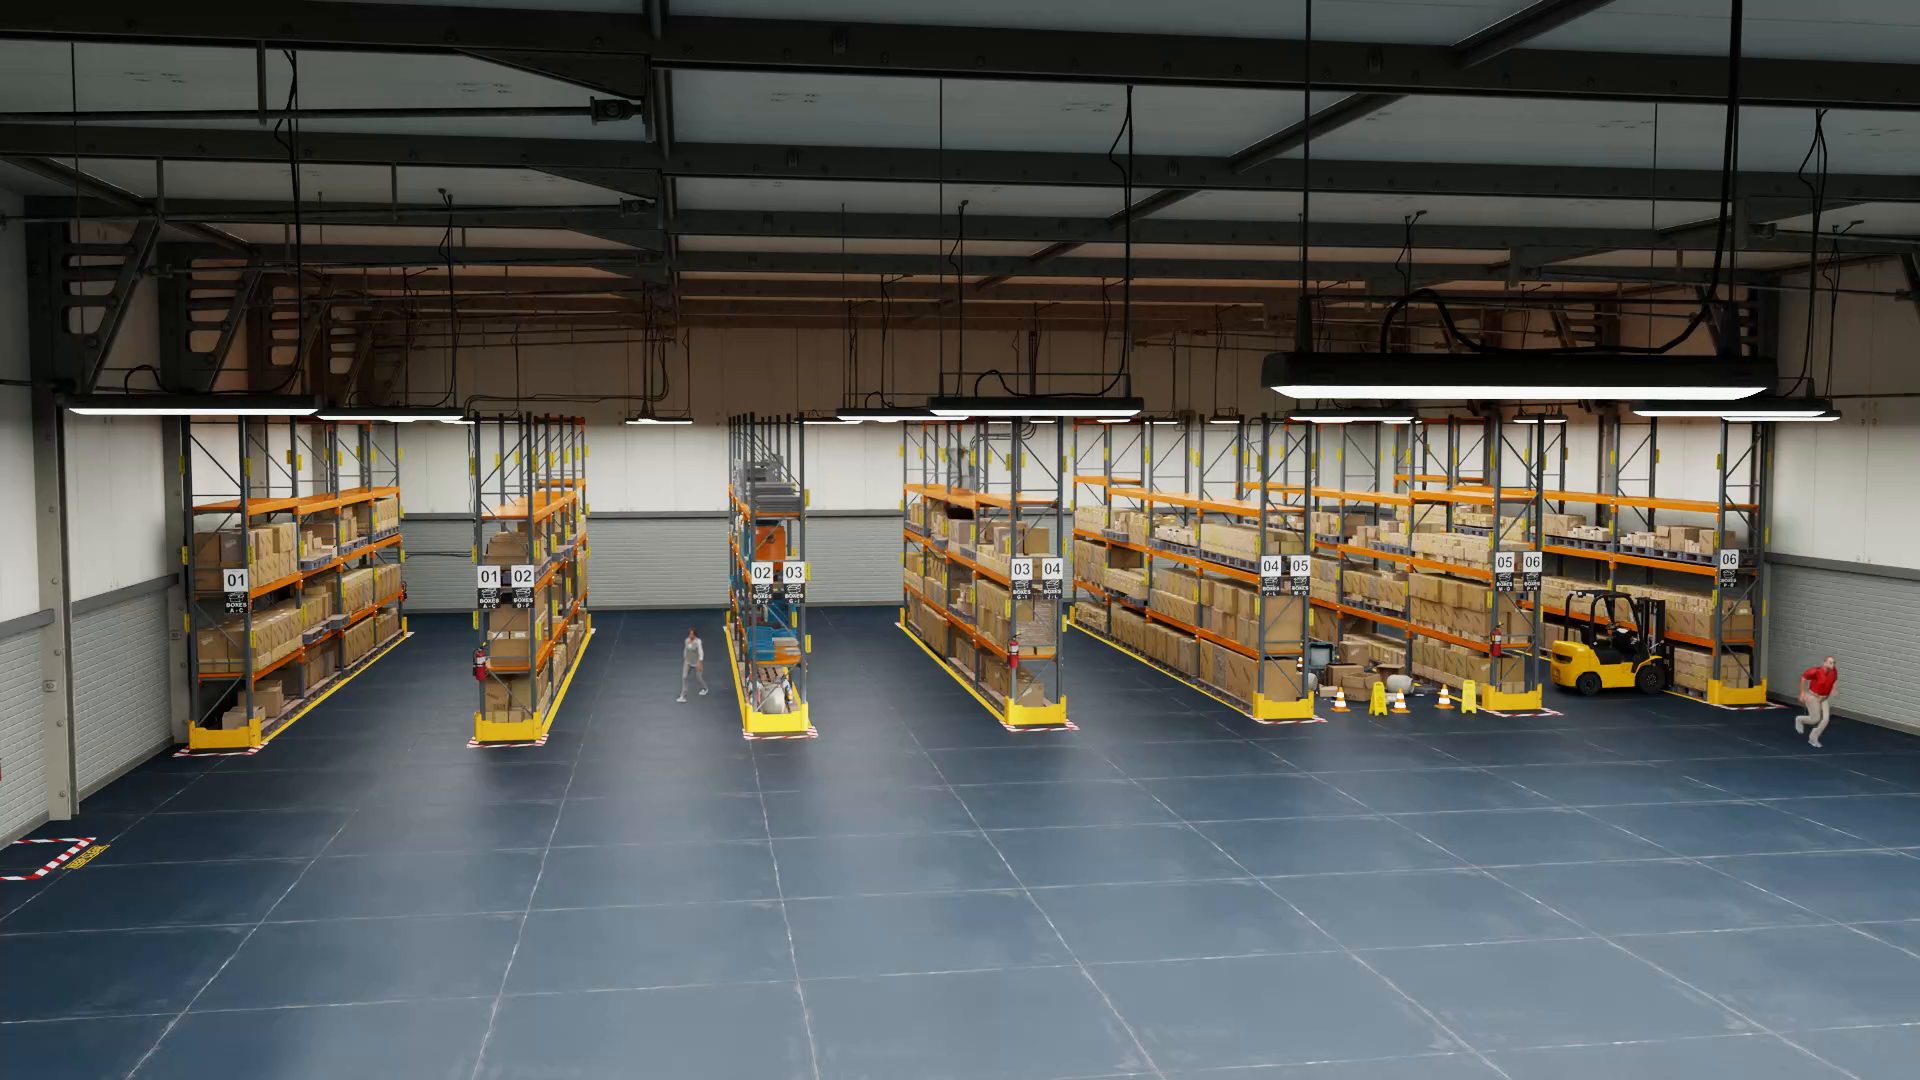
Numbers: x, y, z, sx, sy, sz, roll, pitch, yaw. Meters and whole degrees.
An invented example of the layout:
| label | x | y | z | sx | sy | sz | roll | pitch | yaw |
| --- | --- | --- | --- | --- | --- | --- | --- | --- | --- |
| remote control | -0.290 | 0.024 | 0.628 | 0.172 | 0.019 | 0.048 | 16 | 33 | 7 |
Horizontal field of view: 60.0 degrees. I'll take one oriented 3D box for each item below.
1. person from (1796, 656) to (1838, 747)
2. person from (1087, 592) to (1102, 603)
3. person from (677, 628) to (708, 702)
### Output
| label | x | y | z | sx | sy | sz | roll | pitch | yaw |
| --- | --- | --- | --- | --- | --- | --- | --- | --- | --- |
| person | 15.421 | 2.881 | 29.945 | 0.657 | 1.661 | 0.768 | -1 | 4 | -19 |
| person | 4.058 | 1.483 | 49.822 | 0.536 | 1.722 | 0.720 | 2 | 4 | 27 |
| person | -5.588 | 2.580 | 34.751 | 0.506 | 1.528 | 0.990 | 1 | 4 | 15 |
